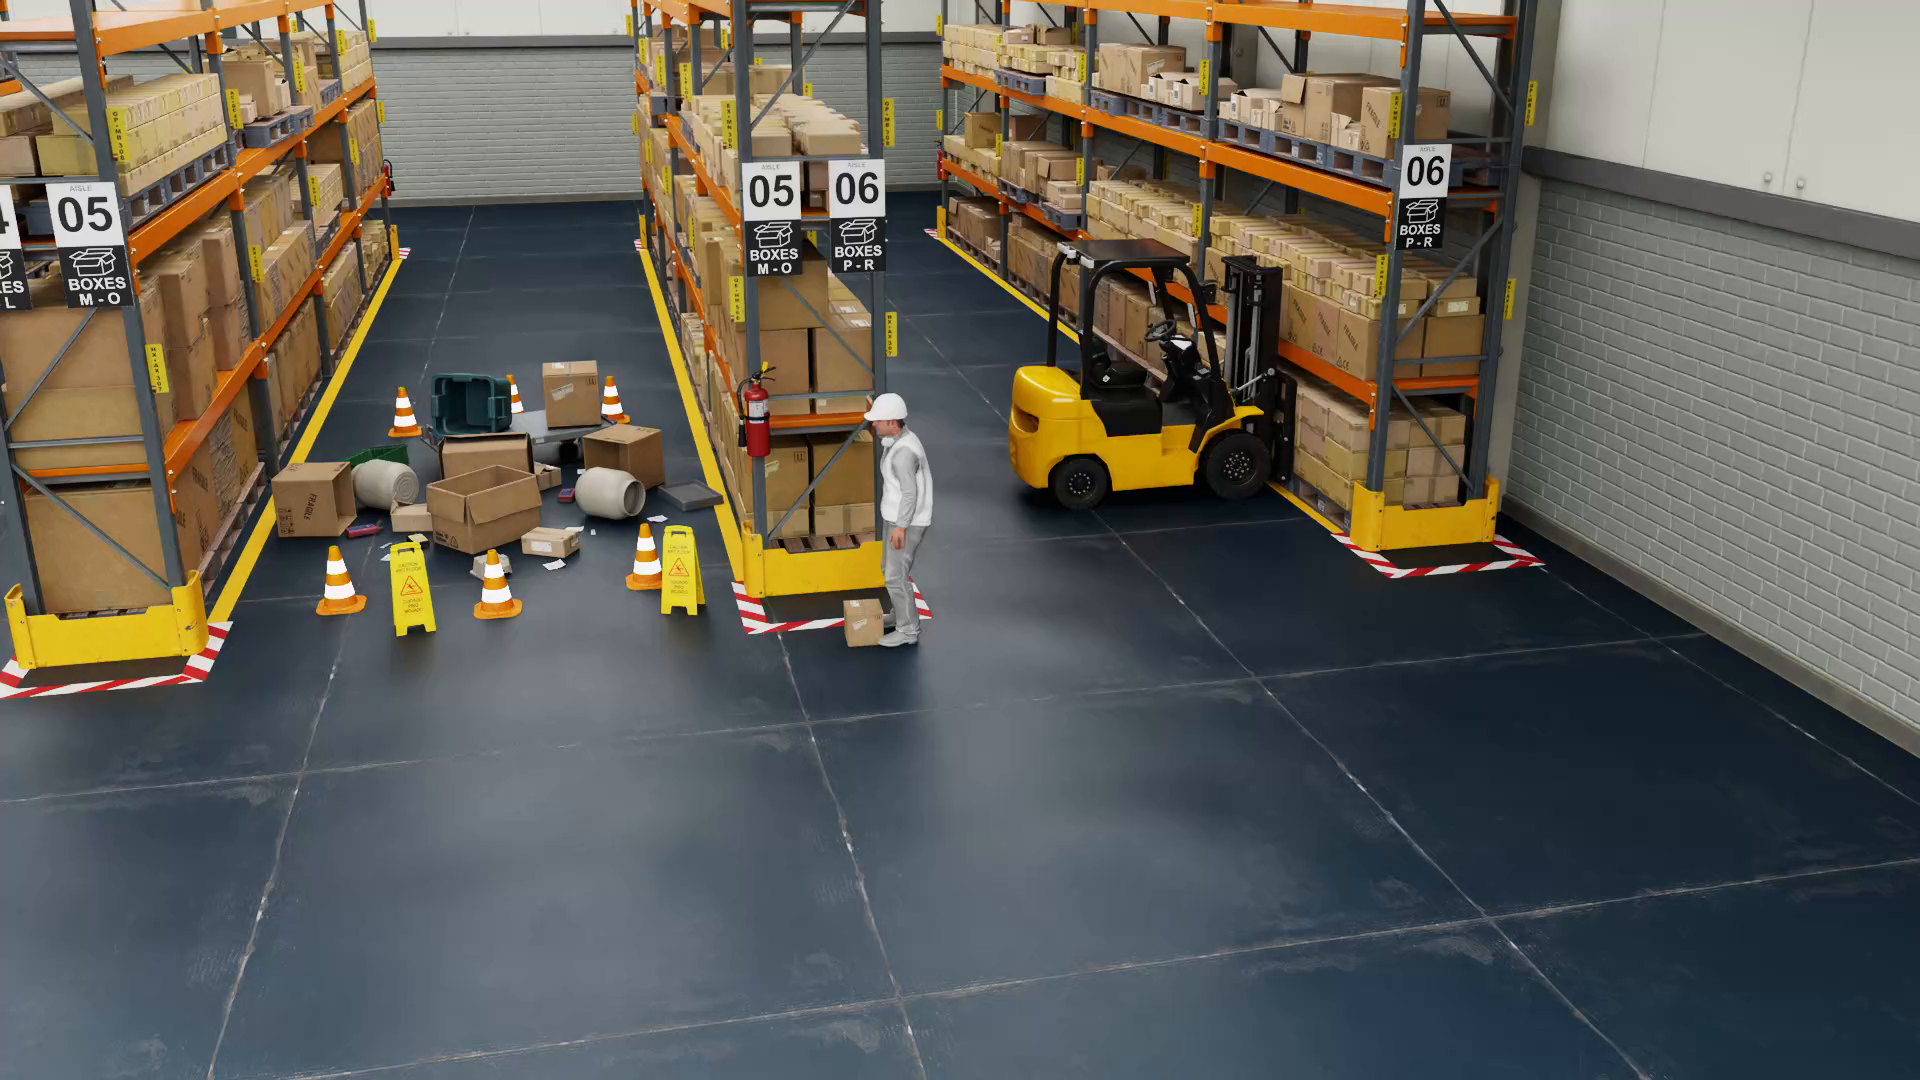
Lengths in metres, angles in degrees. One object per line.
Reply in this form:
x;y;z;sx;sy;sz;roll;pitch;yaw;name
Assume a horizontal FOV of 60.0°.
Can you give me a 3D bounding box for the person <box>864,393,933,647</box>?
-0.420;-0.155;11.469;0.463;1.770;0.578;-3;20;-8;person
